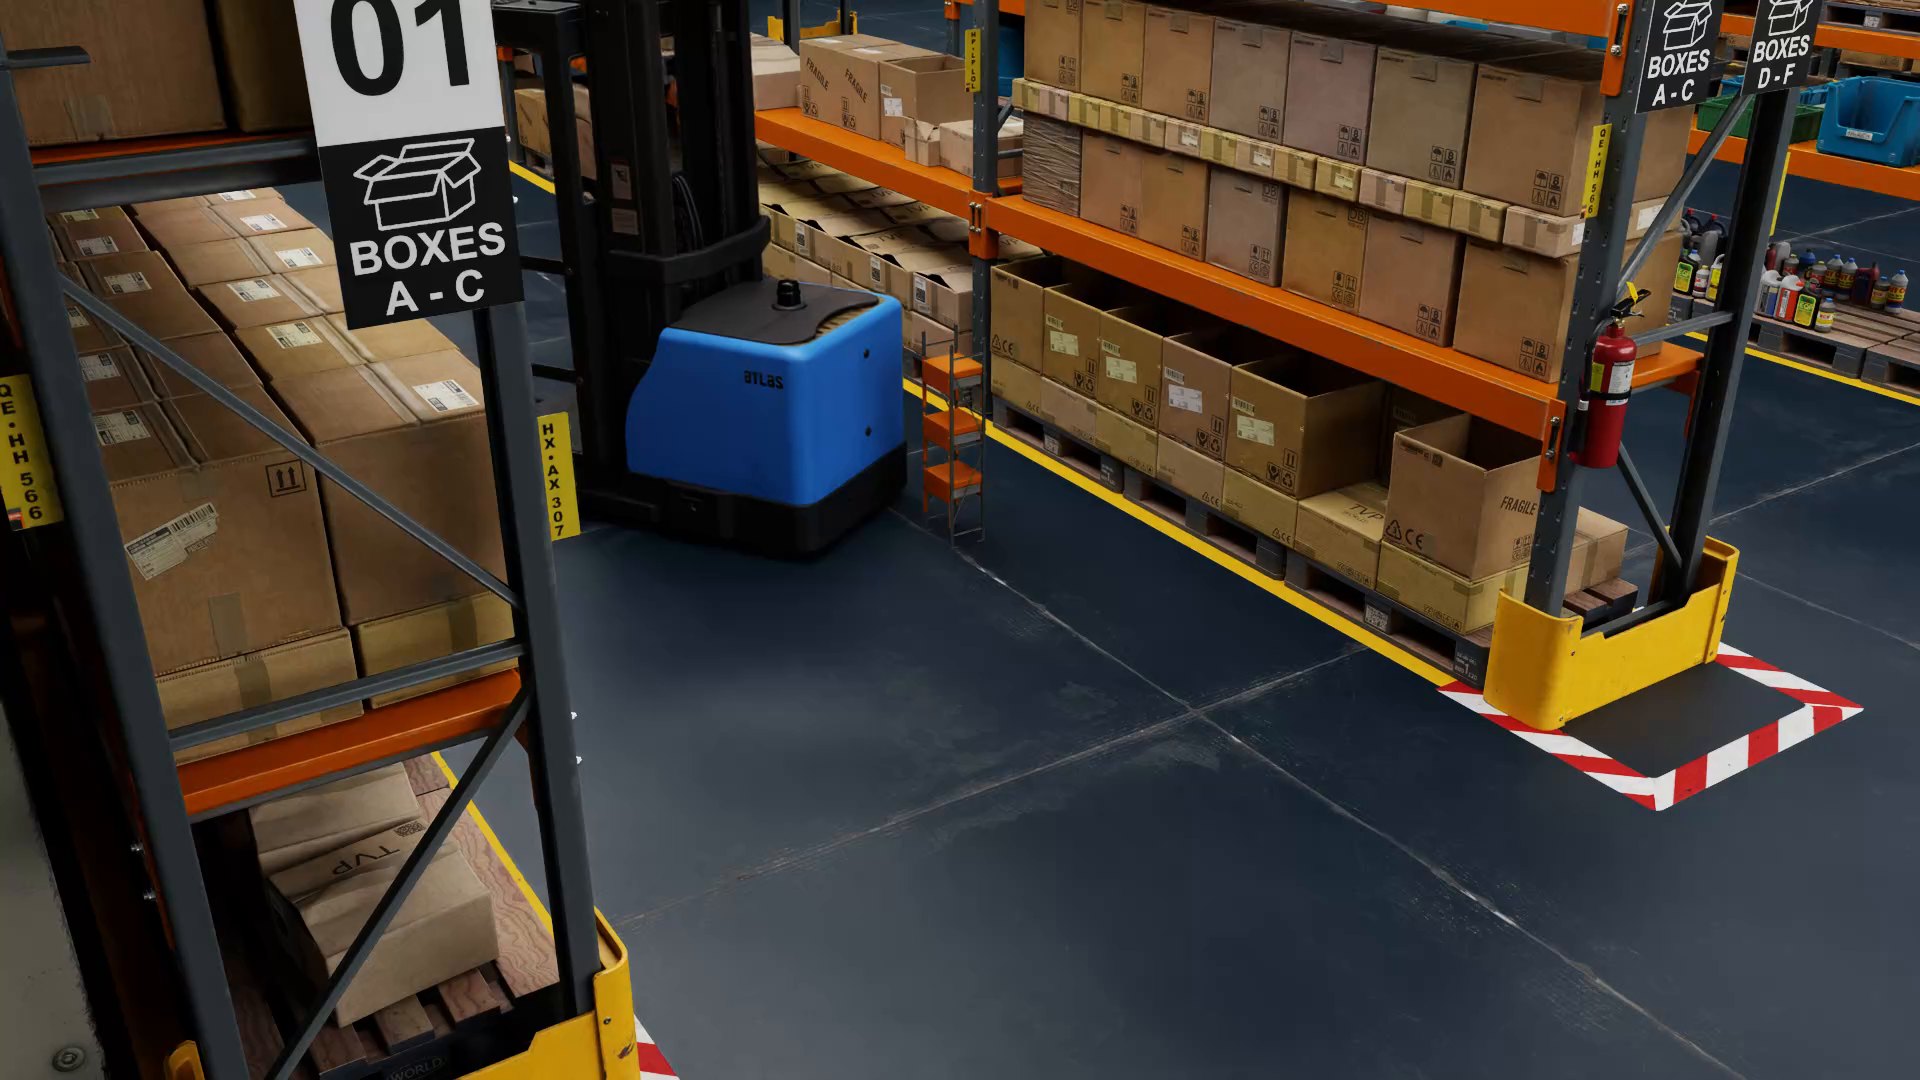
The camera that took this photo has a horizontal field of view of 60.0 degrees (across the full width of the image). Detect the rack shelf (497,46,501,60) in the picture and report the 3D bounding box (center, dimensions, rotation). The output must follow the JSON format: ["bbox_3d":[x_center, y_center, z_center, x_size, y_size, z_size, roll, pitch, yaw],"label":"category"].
[{"bbox_3d":[-4.938,-5.471,17.178,1.077,0.370,4.000,-16,29,-30],"label":"rack shelf"}]

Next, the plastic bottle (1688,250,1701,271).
[{"bbox_3d":[4.981,-1.841,11.327,0.097,0.271,0.097,0,25,0],"label":"plastic bottle"}]

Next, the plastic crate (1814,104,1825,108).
[{"bbox_3d":[5.772,-2.732,10.841,0.530,0.136,0.437,-16,29,-30],"label":"plastic crate"}]

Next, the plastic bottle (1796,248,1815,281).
[{"bbox_3d":[5.776,-1.859,11.365,0.097,0.271,0.097,0,25,0],"label":"plastic bottle"}]

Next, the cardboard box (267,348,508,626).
[{"bbox_3d":[-1.452,-0.154,4.347,0.500,0.500,0.500,-15,29,-30],"label":"cardboard box"}]

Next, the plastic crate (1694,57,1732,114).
[{"bbox_3d":[4.853,-3.128,11.444,0.767,0.338,0.504,-16,29,-30],"label":"plastic crate"}]

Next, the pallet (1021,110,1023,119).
[{"bbox_3d":[1.363,-4.250,17.017,1.003,0.211,1.213,-16,29,-30],"label":"pallet"}]

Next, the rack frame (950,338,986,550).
[{"bbox_3d":[0.037,-0.450,7.984,0.200,1.050,0.008,-16,29,-30],"label":"rack frame"}]

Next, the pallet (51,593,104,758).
[{"bbox_3d":[-3.231,0.429,7.104,1.003,0.211,1.213,-16,29,-30],"label":"pallet"}]

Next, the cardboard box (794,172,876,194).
[{"bbox_3d":[-0.881,-2.536,12.190,0.500,0.311,0.500,-16,30,-30],"label":"cardboard box"}]

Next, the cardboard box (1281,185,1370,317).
[{"bbox_3d":[1.904,-1.370,7.531,0.700,0.500,0.500,-15,29,-29],"label":"cardboard box"}]

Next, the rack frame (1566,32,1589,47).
[{"bbox_3d":[4.674,-3.373,11.890,1.000,3.000,0.127,-16,29,-30],"label":"rack frame"}]

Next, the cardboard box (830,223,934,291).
[{"bbox_3d":[-0.500,-1.861,10.761,0.500,0.311,0.500,-16,29,-30],"label":"cardboard box"}]

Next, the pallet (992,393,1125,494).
[{"bbox_3d":[0.920,-0.664,9.420,1.003,0.211,1.213,-16,29,-30],"label":"pallet"}]

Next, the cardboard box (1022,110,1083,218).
[{"bbox_3d":[0.769,-2.107,9.094,0.700,0.500,0.500,-16,30,-31],"label":"cardboard box"}]

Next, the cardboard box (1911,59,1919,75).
[{"bbox_3d":[11.588,-5.699,18.962,1.050,0.750,0.750,-15,29,-29],"label":"cardboard box"}]

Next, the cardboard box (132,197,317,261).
[{"bbox_3d":[-2.567,-0.887,5.900,0.500,0.500,0.500,-16,30,-31],"label":"cardboard box"}]

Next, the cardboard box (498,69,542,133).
[{"bbox_3d":[-4.395,-4.287,16.241,0.500,0.500,0.500,-16,29,-30],"label":"cardboard box"}]

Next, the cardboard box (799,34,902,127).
[{"bbox_3d":[-0.733,-3.099,11.194,0.500,0.500,0.500,-17,30,-32],"label":"cardboard box"}]

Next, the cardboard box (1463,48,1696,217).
[{"bbox_3d":[2.432,-1.610,6.519,0.700,0.500,0.500,-15,29,-29],"label":"cardboard box"}]

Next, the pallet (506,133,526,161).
[{"bbox_3d":[-4.220,-4.066,16.626,1.003,0.211,1.213,-16,29,-30],"label":"pallet"}]

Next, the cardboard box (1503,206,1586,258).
[{"bbox_3d":[2.337,-1.220,6.453,0.380,0.149,0.250,-16,30,-30],"label":"cardboard box"}]

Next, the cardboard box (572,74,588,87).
[{"bbox_3d":[-3.240,-3.901,14.545,0.500,0.250,0.500,-15,29,-29],"label":"cardboard box"}]

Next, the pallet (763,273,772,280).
[{"bbox_3d":[-1.246,-2.086,12.431,1.003,0.211,1.213,-16,29,-30],"label":"pallet"}]

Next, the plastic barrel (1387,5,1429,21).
[{"bbox_3d":[3.698,-4.244,13.578,0.433,0.535,0.433,0,25,0],"label":"plastic barrel"}]

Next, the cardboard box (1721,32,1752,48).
[{"bbox_3d":[9.992,-6.498,20.947,0.500,0.500,0.500,-14,29,-28],"label":"cardboard box"}]

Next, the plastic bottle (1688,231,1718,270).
[{"bbox_3d":[5.261,-2.064,11.795,0.152,0.276,0.135,-16,29,-30],"label":"plastic bottle"}]

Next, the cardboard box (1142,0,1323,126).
[{"bbox_3d":[1.319,-2.334,8.055,0.700,0.500,0.500,-16,29,-30],"label":"cardboard box"}]

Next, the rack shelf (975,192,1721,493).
[{"bbox_3d":[1.613,-1.179,8.086,1.077,0.370,4.000,-16,29,-30],"label":"rack shelf"}]

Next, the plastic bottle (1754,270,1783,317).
[{"bbox_3d":[5.297,-1.610,10.832,0.152,0.276,0.135,-16,30,-31],"label":"plastic bottle"}]

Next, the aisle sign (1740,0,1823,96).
[{"bbox_3d":[2.997,-2.012,5.964,0.394,0.787,0.004,-16,29,-30],"label":"aisle sign"}]

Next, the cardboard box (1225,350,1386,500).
[{"bbox_3d":[1.605,-0.551,7.764,0.500,0.500,0.500,-16,29,-30],"label":"cardboard box"}]

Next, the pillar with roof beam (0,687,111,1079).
[{"bbox_3d":[1.057,-3.398,4.917,9.100,9.000,0.400,-16,29,-30],"label":"pillar with roof beam"}]

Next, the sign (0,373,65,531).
[{"bbox_3d":[-1.919,-0.177,3.396,0.100,0.325,0.005,-16,29,-30],"label":"sign"}]

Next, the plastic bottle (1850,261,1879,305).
[{"bbox_3d":[6.020,-1.719,11.054,0.061,0.283,0.133,-15,29,-29],"label":"plastic bottle"}]

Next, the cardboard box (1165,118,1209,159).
[{"bbox_3d":[1.213,-1.957,8.015,0.380,0.149,0.250,-17,30,-31],"label":"cardboard box"}]

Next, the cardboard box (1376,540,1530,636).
[{"bbox_3d":[2.165,0.142,7.175,0.500,0.250,0.500,-16,29,-30],"label":"cardboard box"}]

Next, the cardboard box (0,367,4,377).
[{"bbox_3d":[-3.261,-0.608,6.188,0.500,0.250,0.500,-17,30,-31],"label":"cardboard box"}]

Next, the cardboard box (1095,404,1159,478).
[{"bbox_3d":[1.058,-0.569,8.682,0.500,0.250,0.500,-16,29,-30],"label":"cardboard box"}]

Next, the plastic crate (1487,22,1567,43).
[{"bbox_3d":[4.153,-3.503,12.093,0.402,0.464,0.583,-16,29,-30],"label":"plastic crate"}]

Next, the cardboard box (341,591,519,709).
[{"bbox_3d":[-1.444,0.177,4.523,0.500,0.250,0.500,-17,30,-31],"label":"cardboard box"}]

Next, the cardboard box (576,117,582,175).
[{"bbox_3d":[-3.219,-3.551,14.681,0.500,0.500,0.500,-15,29,-29],"label":"cardboard box"}]

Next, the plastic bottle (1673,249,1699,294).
[{"bbox_3d":[4.925,-1.821,11.271,0.061,0.283,0.133,-14,29,-27],"label":"plastic bottle"}]

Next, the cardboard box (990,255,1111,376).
[{"bbox_3d":[0.512,-1.266,9.279,0.500,0.500,0.500,-16,29,-30],"label":"cardboard box"}]

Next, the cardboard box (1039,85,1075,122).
[{"bbox_3d":[0.643,-2.327,8.799,0.380,0.149,0.250,-15,29,-29],"label":"cardboard box"}]

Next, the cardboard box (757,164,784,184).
[{"bbox_3d":[-1.622,-2.595,12.315,0.500,0.311,0.500,-14,29,-28],"label":"cardboard box"}]

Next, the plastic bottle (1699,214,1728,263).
[{"bbox_3d":[5.371,-2.142,11.871,0.144,0.351,0.185,-17,30,-32],"label":"plastic bottle"}]

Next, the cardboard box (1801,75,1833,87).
[{"bbox_3d":[7.956,-4.195,16.045,0.700,0.500,0.500,-18,31,-34],"label":"cardboard box"}]

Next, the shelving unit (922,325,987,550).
[{"bbox_3d":[-0.029,-0.494,8.077,0.215,1.050,0.252,-16,29,-30],"label":"shelving unit"}]

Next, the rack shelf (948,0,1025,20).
[{"bbox_3d":[1.398,-5.193,16.590,1.077,0.370,4.000,-16,29,-30],"label":"rack shelf"}]

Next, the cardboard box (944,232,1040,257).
[{"bbox_3d":[0.236,-1.806,10.644,0.500,0.311,0.500,-16,30,-30],"label":"cardboard box"}]

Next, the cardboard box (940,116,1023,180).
[{"bbox_3d":[0.216,-2.318,9.831,0.500,0.250,0.500,-14,28,-26],"label":"cardboard box"}]

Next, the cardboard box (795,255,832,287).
[{"bbox_3d":[-0.779,-1.793,11.274,0.500,0.250,0.500,-15,29,-29],"label":"cardboard box"}]

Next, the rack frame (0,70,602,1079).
[{"bbox_3d":[-1.443,0.367,3.969,1.000,3.000,0.127,-16,29,-30],"label":"rack frame"}]

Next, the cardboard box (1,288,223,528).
[{"bbox_3d":[-2.431,-0.399,4.865,0.500,0.500,0.500,-16,30,-31],"label":"cardboard box"}]

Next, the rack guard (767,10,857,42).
[{"bbox_3d":[-1.901,-6.540,21.528,1.175,0.500,0.348,-16,29,-30],"label":"rack guard"}]

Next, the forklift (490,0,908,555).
[{"bbox_3d":[-1.829,-1.674,8.373,3.031,2.935,1.130,12,28,24],"label":"forklift"}]

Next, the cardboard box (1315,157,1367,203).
[{"bbox_3d":[1.774,-1.589,7.235,0.380,0.149,0.250,-15,29,-28],"label":"cardboard box"}]
